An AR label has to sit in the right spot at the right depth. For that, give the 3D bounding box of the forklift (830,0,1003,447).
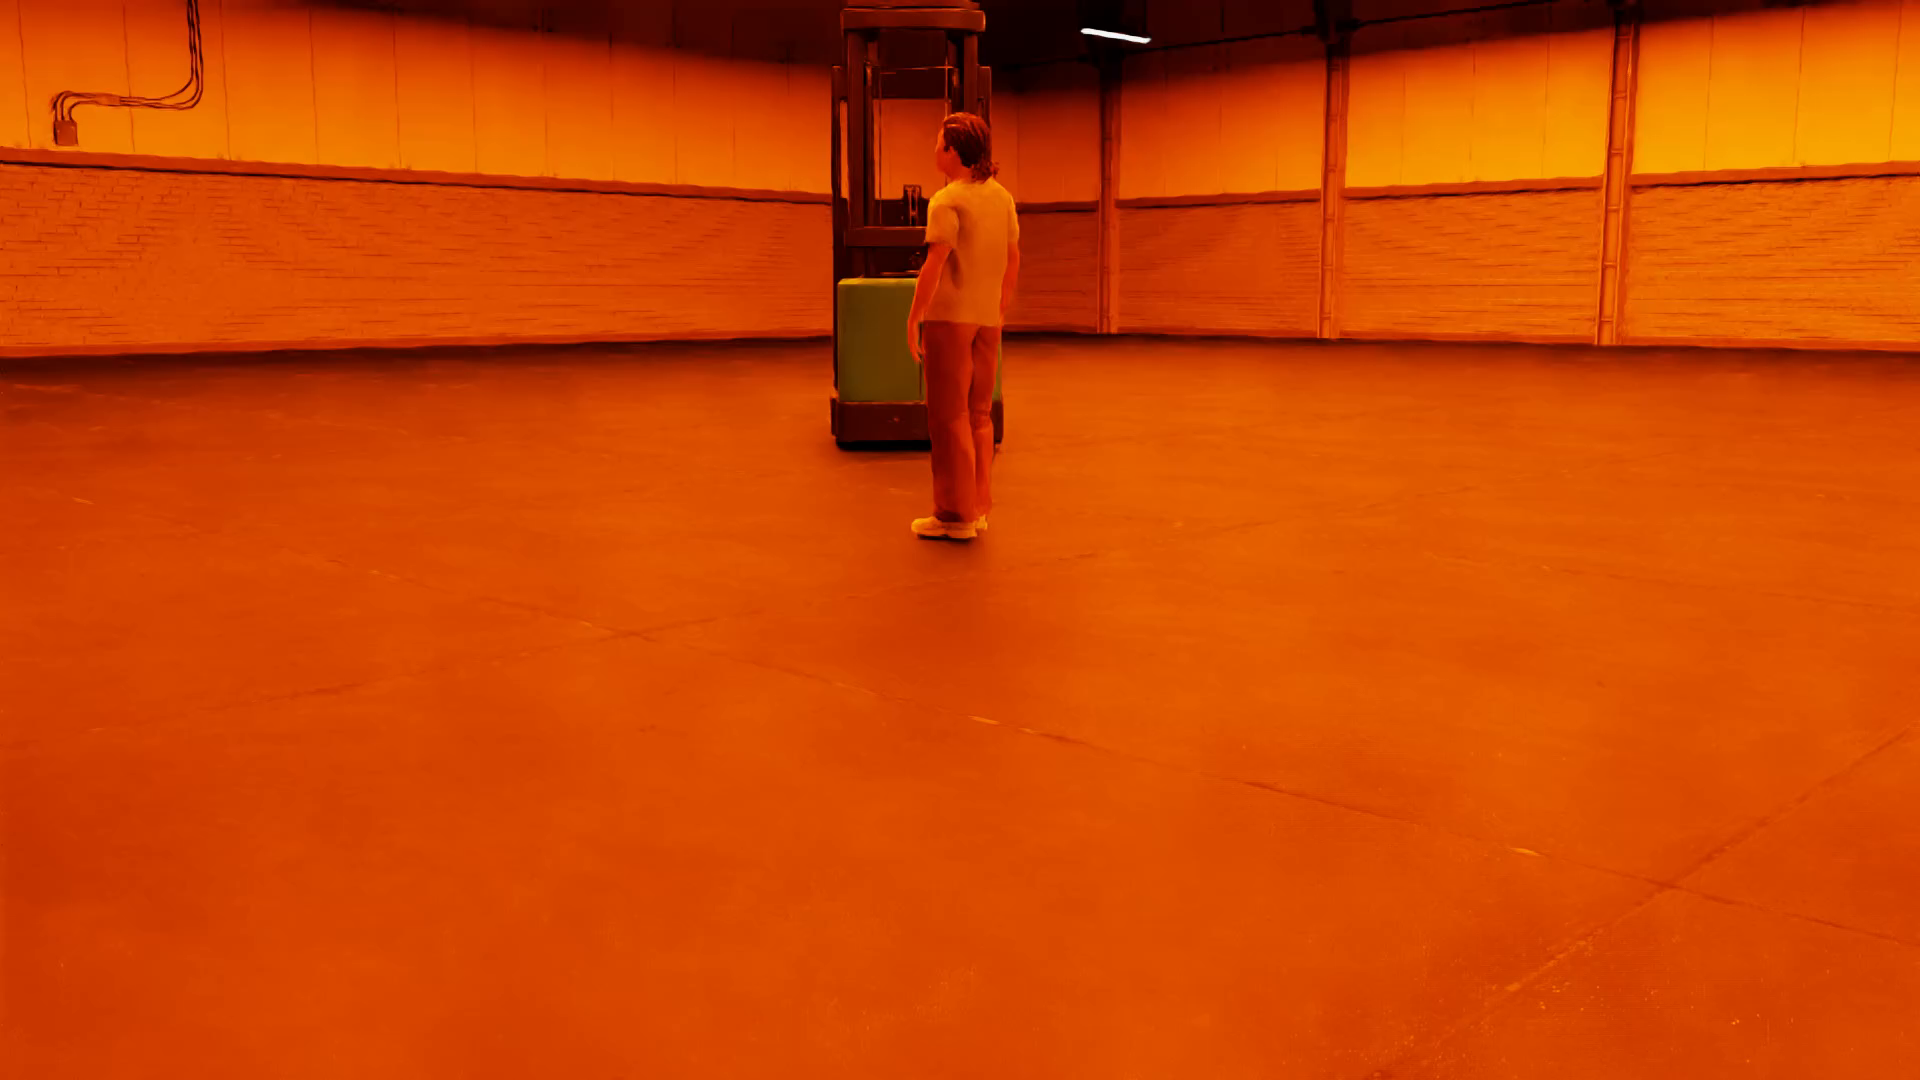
[{"bbox_3d":[-0.354,-2.229,11.680,1.130,2.935,3.031,-1,9,-4],"label":"forklift"}]

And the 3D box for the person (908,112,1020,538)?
[{"bbox_3d":[-0.046,-0.844,6.650,0.548,1.674,0.554,8,12,43],"label":"person"}]
